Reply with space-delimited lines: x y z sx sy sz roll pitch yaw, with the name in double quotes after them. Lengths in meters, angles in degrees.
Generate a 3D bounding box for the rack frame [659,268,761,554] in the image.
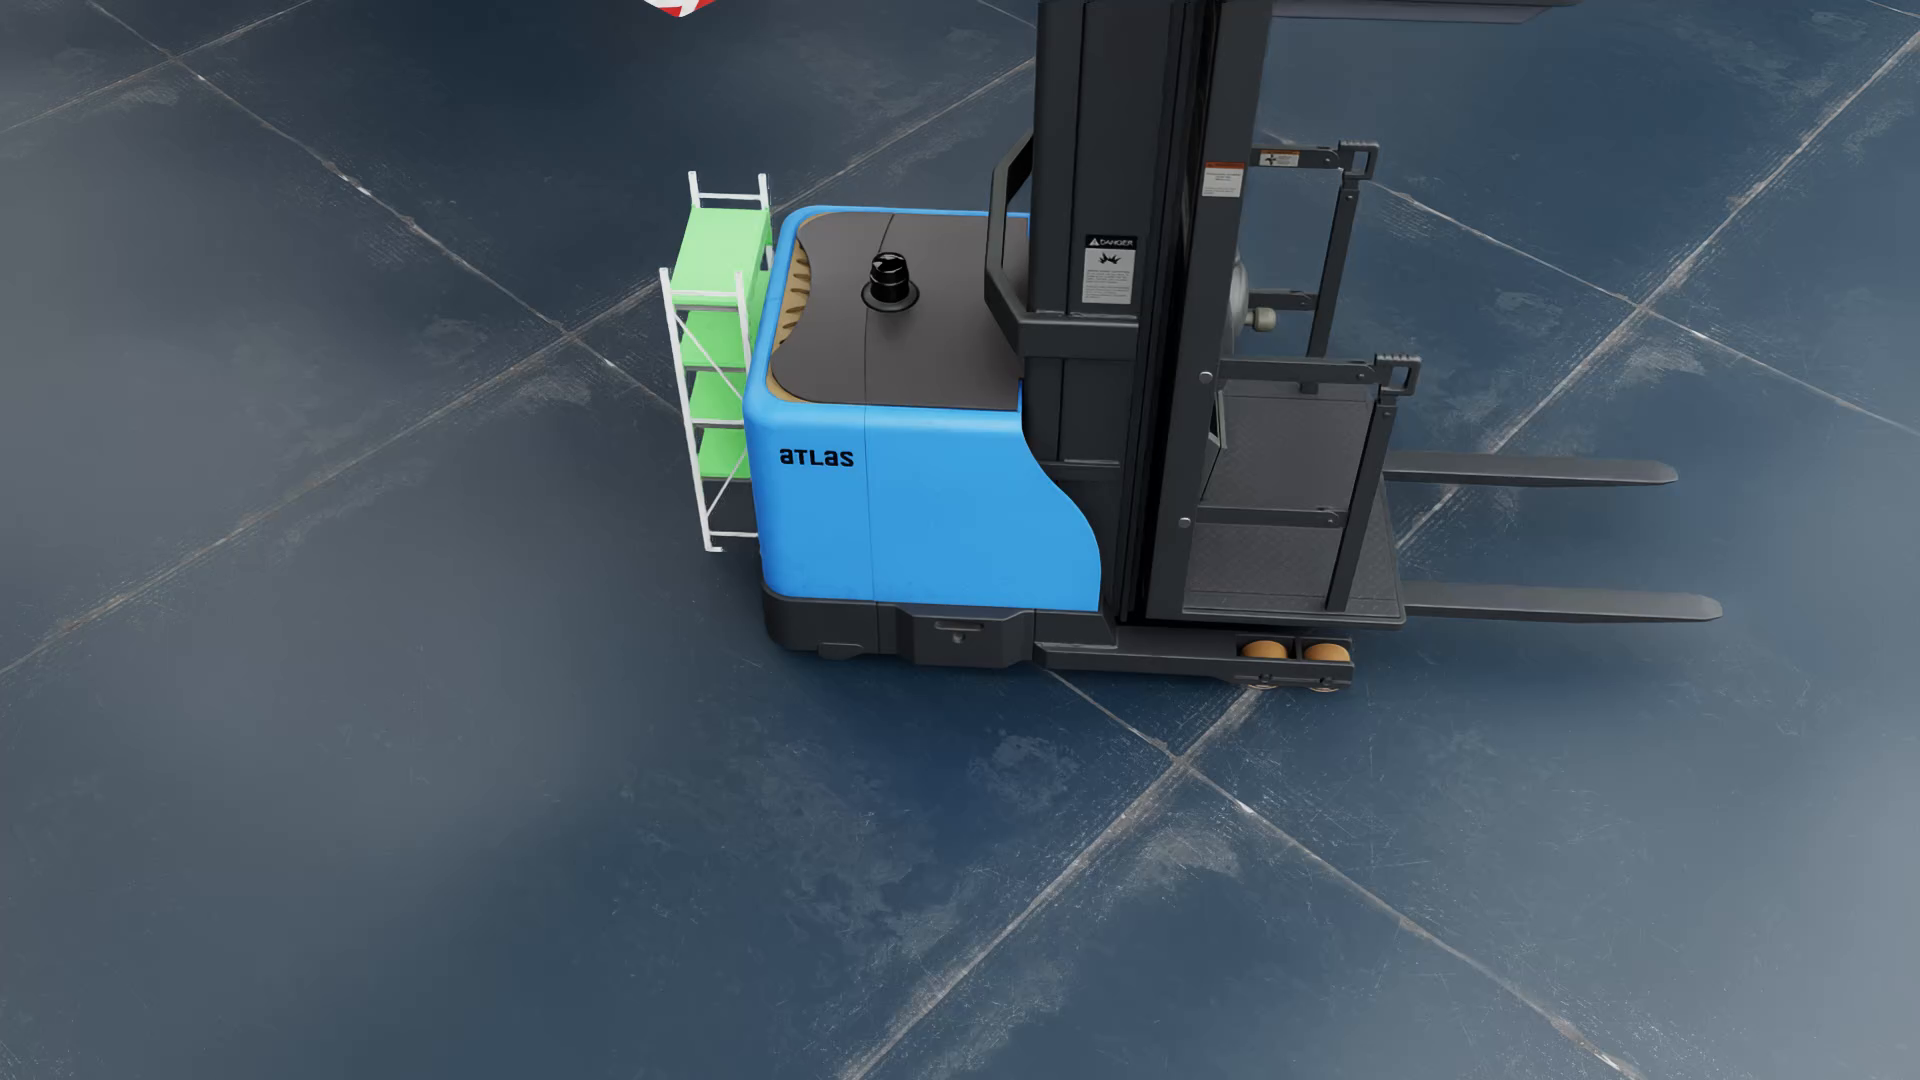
-0.754 -0.373 5.277 0.240 1.200 0.015 3 47 2 "rack frame"

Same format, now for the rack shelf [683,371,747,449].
-0.739 -0.507 5.490 0.258 0.148 0.480 3 47 2 "rack shelf"

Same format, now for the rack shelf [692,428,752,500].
-0.739 -0.342 5.665 0.258 0.148 0.480 3 47 2 "rack shelf"

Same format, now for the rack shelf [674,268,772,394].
-0.740 -0.671 5.315 0.258 0.148 0.480 3 47 2 "rack shelf"

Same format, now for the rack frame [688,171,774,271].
-0.725 -0.728 5.610 0.240 1.200 0.015 3 47 2 "rack frame"

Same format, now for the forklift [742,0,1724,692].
0.908 -0.922 4.605 3.031 2.935 1.130 3 47 2 "forklift"

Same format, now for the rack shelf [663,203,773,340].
-0.740 -0.835 5.140 0.258 0.148 0.480 3 47 2 "rack shelf"

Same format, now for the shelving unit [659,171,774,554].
-0.739 -0.550 5.444 0.258 1.200 0.503 3 47 2 "shelving unit"
